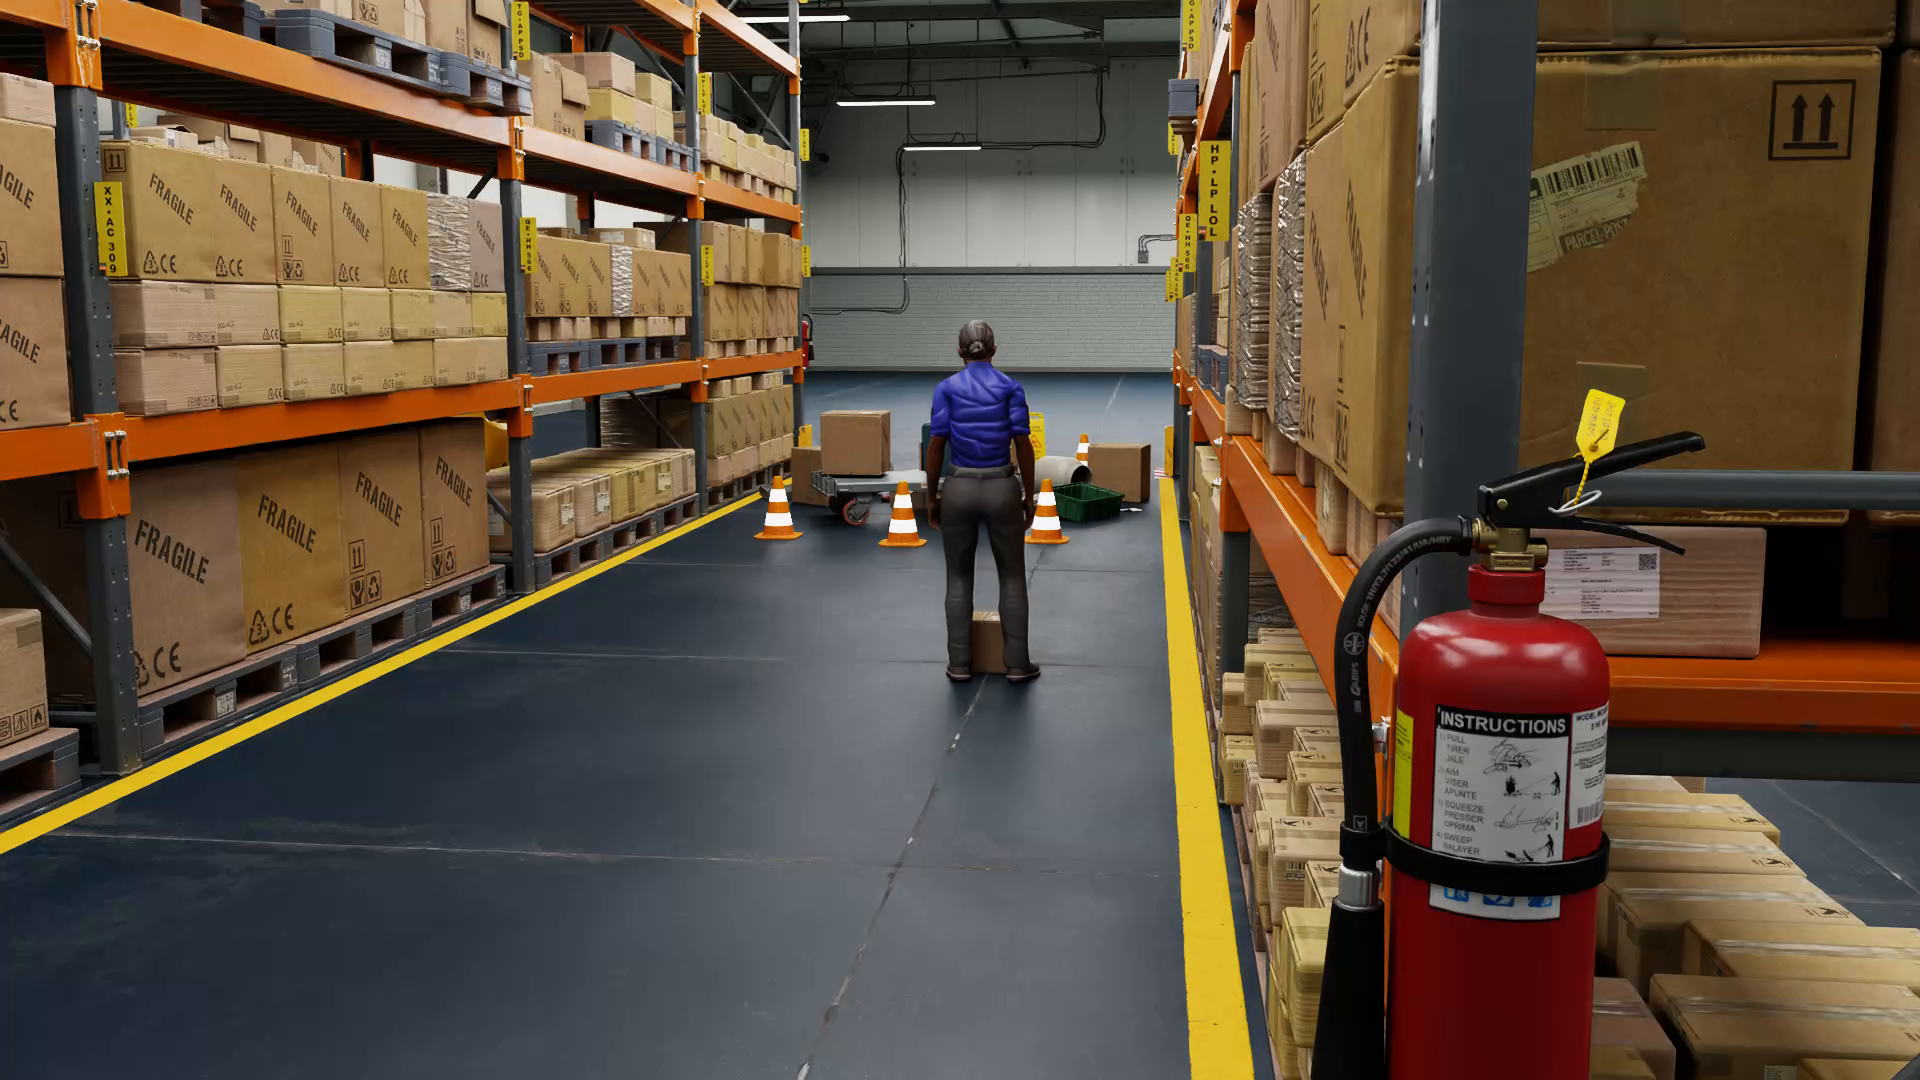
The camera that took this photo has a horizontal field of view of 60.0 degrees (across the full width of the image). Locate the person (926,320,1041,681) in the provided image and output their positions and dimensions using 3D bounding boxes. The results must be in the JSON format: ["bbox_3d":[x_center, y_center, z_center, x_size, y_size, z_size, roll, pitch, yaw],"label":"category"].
[{"bbox_3d":[0.110,-0.178,7.633,0.531,1.654,0.351,0,8,3],"label":"person"}]
